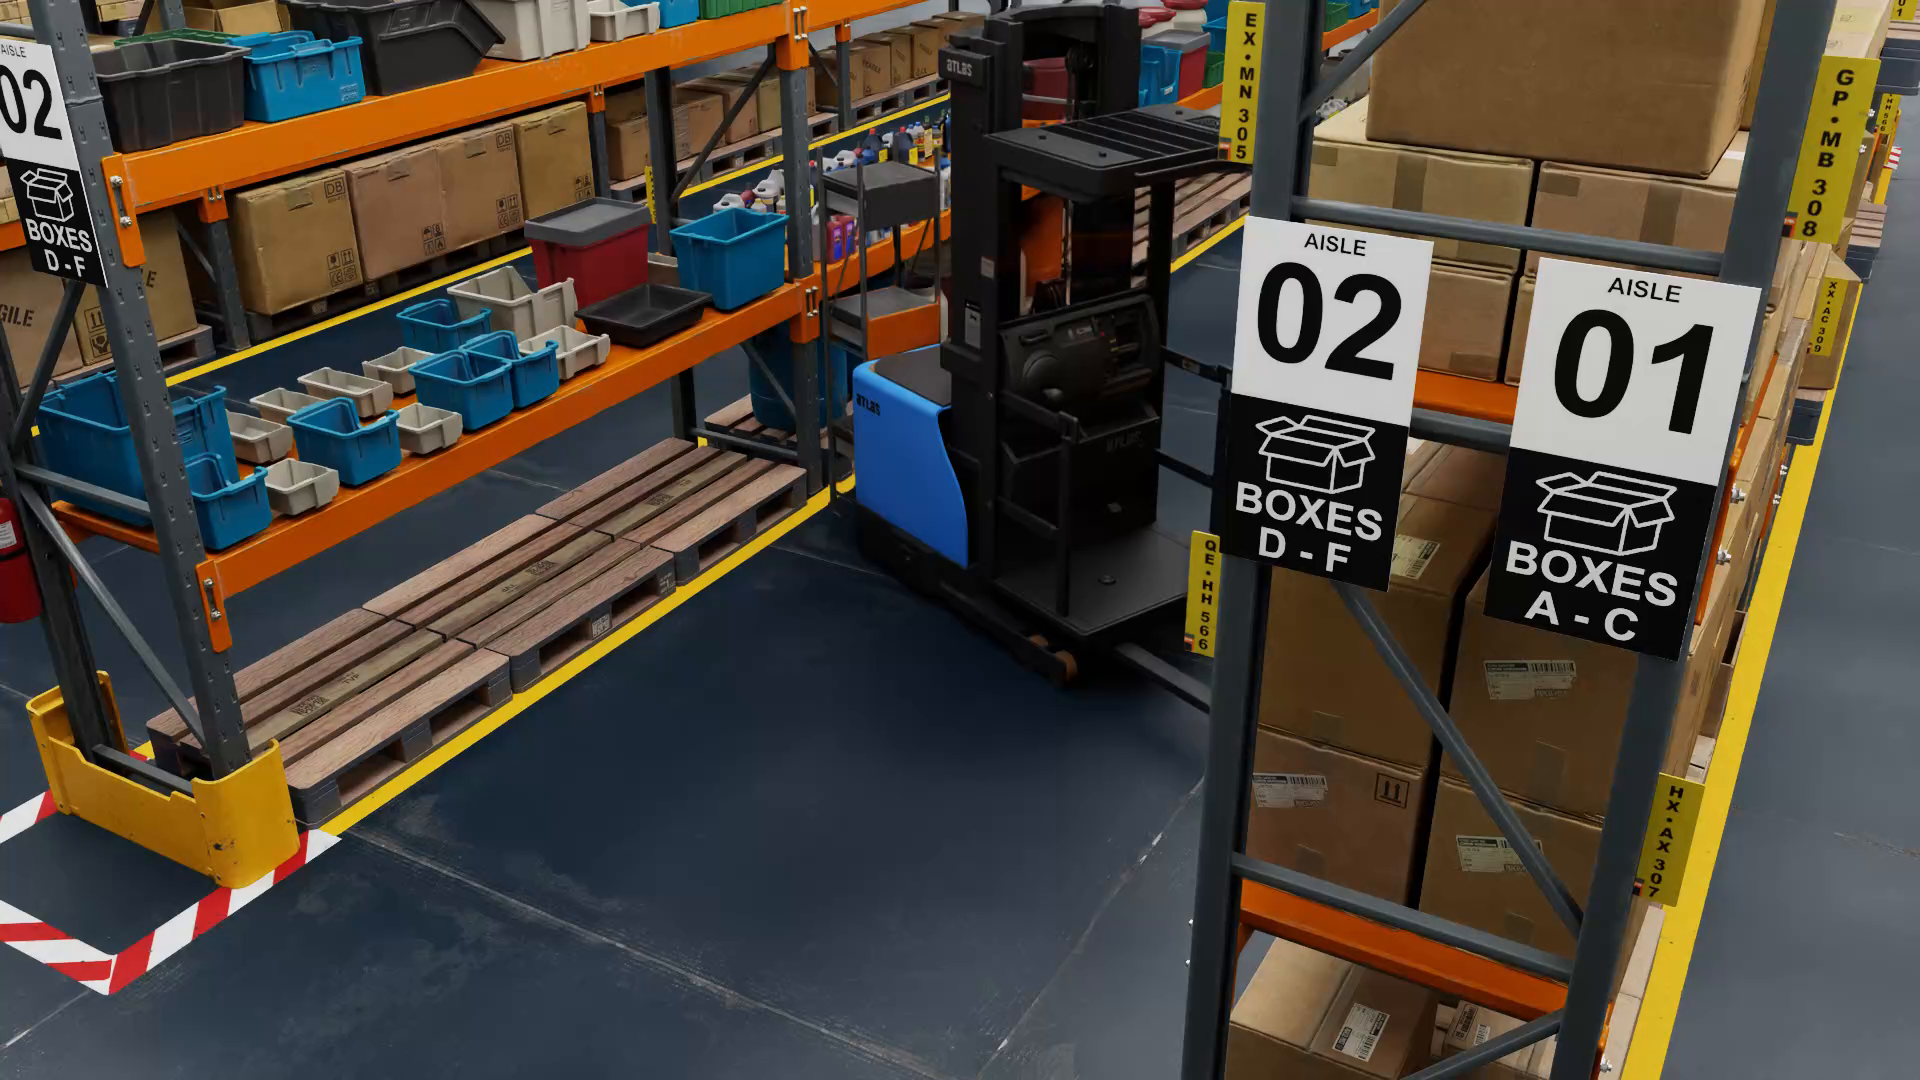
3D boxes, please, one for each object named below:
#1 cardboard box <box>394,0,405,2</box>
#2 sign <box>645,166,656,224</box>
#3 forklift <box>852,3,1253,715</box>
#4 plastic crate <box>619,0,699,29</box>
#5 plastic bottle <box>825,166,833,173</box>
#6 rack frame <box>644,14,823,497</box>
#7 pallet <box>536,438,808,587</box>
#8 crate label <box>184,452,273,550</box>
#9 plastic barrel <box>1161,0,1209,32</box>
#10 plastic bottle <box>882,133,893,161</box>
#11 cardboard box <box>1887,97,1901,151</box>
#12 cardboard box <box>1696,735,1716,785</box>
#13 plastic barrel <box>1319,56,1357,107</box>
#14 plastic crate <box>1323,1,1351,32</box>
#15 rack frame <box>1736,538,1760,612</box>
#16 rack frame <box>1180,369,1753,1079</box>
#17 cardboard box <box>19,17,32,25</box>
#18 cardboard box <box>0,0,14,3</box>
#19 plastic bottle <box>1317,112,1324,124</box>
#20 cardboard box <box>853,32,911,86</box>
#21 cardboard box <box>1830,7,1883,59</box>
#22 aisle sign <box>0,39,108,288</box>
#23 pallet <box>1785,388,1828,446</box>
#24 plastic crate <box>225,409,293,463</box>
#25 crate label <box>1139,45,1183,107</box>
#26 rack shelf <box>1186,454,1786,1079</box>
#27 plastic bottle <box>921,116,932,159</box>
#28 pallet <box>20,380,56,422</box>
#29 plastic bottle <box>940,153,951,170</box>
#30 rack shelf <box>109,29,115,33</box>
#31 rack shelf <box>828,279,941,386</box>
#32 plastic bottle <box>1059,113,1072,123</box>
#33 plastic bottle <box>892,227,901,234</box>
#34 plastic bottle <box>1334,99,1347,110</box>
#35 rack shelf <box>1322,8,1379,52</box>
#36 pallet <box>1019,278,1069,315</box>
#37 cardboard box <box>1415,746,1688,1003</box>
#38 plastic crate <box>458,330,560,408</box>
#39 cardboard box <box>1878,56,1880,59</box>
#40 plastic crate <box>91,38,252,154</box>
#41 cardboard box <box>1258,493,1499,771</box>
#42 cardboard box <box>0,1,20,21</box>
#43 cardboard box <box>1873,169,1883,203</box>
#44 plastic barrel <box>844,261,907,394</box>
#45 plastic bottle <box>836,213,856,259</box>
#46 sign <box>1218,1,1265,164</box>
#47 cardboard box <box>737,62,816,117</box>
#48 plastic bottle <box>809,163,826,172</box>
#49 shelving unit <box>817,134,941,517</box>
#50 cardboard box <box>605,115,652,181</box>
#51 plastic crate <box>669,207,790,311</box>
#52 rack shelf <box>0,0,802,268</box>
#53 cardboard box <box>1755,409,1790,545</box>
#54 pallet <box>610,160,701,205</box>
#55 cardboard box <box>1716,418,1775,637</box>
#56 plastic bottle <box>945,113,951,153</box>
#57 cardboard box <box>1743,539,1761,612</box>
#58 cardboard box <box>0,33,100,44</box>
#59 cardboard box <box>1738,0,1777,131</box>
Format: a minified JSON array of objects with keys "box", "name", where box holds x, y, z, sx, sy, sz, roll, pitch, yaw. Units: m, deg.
[{"box":[-4.642,-4.074,12.804,0.797,0.503,0.637,15,30,28],"name":"cardboard box"},{"box":[-1.755,-1.974,9.533,0.100,0.325,0.005,14,30,26],"name":"sign"},{"box":[0.709,-0.869,7.711,1.130,2.935,3.031,-19,32,-33],"name":"forklift"},{"box":[-1.446,-2.570,7.868,0.416,0.233,0.300,14,30,26],"name":"plastic crate"},{"box":[-0.819,-2.214,10.466,0.097,0.271,0.097,0,27,0],"name":"plastic bottle"},{"box":[-1.277,-1.728,9.351,1.000,3.000,0.127,14,30,26],"name":"rack frame"},{"box":[-1.604,-0.186,9.386,1.003,0.211,1.213,14,30,26],"name":"pallet"},{"box":[-2.836,-0.145,6.309,0.416,0.233,0.303,14,30,26],"name":"crate label"},{"box":[1.997,-4.582,14.901,0.433,0.535,0.433,0,27,0],"name":"plastic barrel"},{"box":[-0.485,-2.594,11.219,0.152,0.276,0.135,14,30,26],"name":"plastic bottle"},{"box":[8.454,-3.939,15.532,0.500,0.500,0.500,14,30,26],"name":"cardboard box"},{"box":[2.869,0.886,6.823,0.380,0.149,0.250,14,30,26],"name":"cardboard box"},{"box":[4.123,-5.012,18.221,0.421,0.512,0.421,0,27,0],"name":"plastic barrel"},{"box":[3.573,-5.218,16.560,0.450,0.188,0.662,14,30,26],"name":"plastic crate"},{"box":[3.034,-0.636,7.170,1.000,3.000,0.127,14,30,26],"name":"rack frame"},{"box":[1.066,0.923,4.055,1.000,3.000,0.127,14,30,26],"name":"rack frame"},{"box":[-8.499,-4.686,15.071,0.380,0.149,0.250,13,29,24],"name":"cardboard box"},{"box":[-8.628,-4.848,14.731,0.380,0.149,0.250,15,30,28],"name":"cardboard box"},{"box":[3.628,-4.180,16.792,0.061,0.283,0.133,16,31,28],"name":"plastic bottle"},{"box":[-0.909,-5.638,19.485,0.500,0.500,0.500,11,29,22],"name":"cardboard box"},{"box":[2.534,-1.496,5.146,0.500,0.250,0.500,14,30,26],"name":"cardboard box"},{"box":[-3.021,-1.238,5.469,0.394,0.787,0.004,14,30,26],"name":"aisle sign"},{"box":[3.522,-0.838,7.787,1.003,0.211,1.213,14,30,26],"name":"pallet"},{"box":[-3.001,-0.436,6.997,0.396,0.136,0.243,14,30,26],"name":"plastic crate"},{"box":[1.415,-3.631,13.112,0.502,0.435,0.616,14,30,26],"name":"crate label"},{"box":[2.050,0.465,5.774,1.077,0.370,4.000,14,30,26],"name":"rack shelf"},{"box":[-0.250,-2.825,11.673,0.061,0.283,0.133,14,30,26],"name":"plastic bottle"},{"box":[-6.630,-0.816,10.643,1.003,0.211,1.213,14,30,26],"name":"pallet"},{"box":[-0.096,-2.365,10.768,0.097,0.271,0.097,0,27,0],"name":"plastic bottle"},{"box":[-8.873,-4.408,15.509,1.077,0.370,4.000,14,30,26],"name":"rack shelf"},{"box":[-0.424,-1.086,9.104,0.480,0.518,0.431,-19,32,-33],"name":"rack shelf"},{"box":[0.750,-2.893,11.809,0.061,0.283,0.133,14,30,26],"name":"plastic bottle"},{"box":[-0.408,-1.956,10.028,0.097,0.201,0.097,0,27,0],"name":"plastic bottle"},{"box":[3.957,-4.479,17.398,0.152,0.276,0.135,14,30,26],"name":"plastic bottle"},{"box":[3.643,-5.304,17.298,1.077,0.370,4.000,14,30,26],"name":"rack shelf"},{"box":[0.340,-1.724,12.458,1.003,0.211,1.213,14,30,26],"name":"pallet"},{"box":[1.514,0.763,4.263,0.500,0.500,0.500,15,30,27],"name":"cardboard box"},{"box":[-2.041,-0.775,7.568,0.416,0.233,0.300,14,30,26],"name":"plastic crate"},{"box":[3.027,-1.662,6.036,0.500,0.250,0.500,14,30,26],"name":"cardboard box"},{"box":[-2.812,-1.541,5.772,0.497,0.269,0.590,14,30,26],"name":"plastic crate"},{"box":[1.046,0.197,4.277,0.500,0.500,0.500,14,30,26],"name":"cardboard box"},{"box":[-8.622,-4.724,14.815,0.380,0.149,0.250,14,30,25],"name":"cardboard box"},{"box":[7.963,-3.213,14.921,0.500,0.250,0.500,14,30,26],"name":"cardboard box"},{"box":[-0.646,-1.462,10.695,0.600,0.901,0.708,14,30,26],"name":"plastic barrel"},{"box":[-0.659,-1.777,9.579,0.061,0.283,0.133,14,30,26],"name":"plastic bottle"},{"box":[0.593,-0.944,3.446,0.100,0.325,0.005,14,30,26],"name":"sign"},{"box":[-1.974,-4.781,17.751,0.700,0.500,0.500,12,29,22],"name":"cardboard box"},{"box":[-0.936,-2.236,10.505,0.152,0.276,0.135,14,30,26],"name":"plastic bottle"},{"box":[-0.424,-1.098,9.098,0.503,2.100,0.431,-19,32,-33],"name":"shelving unit"},{"box":[-3.309,-3.722,15.636,0.700,0.500,0.500,13,29,23],"name":"cardboard box"},{"box":[-1.209,-1.491,8.828,0.392,0.384,0.575,14,30,26],"name":"plastic crate"},{"box":[-2.260,-1.968,7.284,1.077,0.370,4.000,14,30,26],"name":"rack shelf"},{"box":[2.759,-0.228,6.243,0.500,0.500,0.500,15,30,28],"name":"cardboard box"},{"box":[-3.235,-3.435,15.876,1.003,0.211,1.213,14,30,26],"name":"pallet"},{"box":[2.015,-0.083,4.836,0.500,0.500,0.500,15,30,27],"name":"cardboard box"},{"box":[-0.059,-2.899,11.835,0.097,0.271,0.097,0,27,0],"name":"plastic bottle"},{"box":[3.484,0.150,7.900,0.500,0.500,0.500,13,29,24],"name":"cardboard box"},{"box":[-6.047,-3.090,11.069,0.500,0.500,0.500,14,30,26],"name":"cardboard box"},{"box":[1.625,-1.290,3.897,0.700,0.500,0.500,14,30,26],"name":"cardboard box"}]
